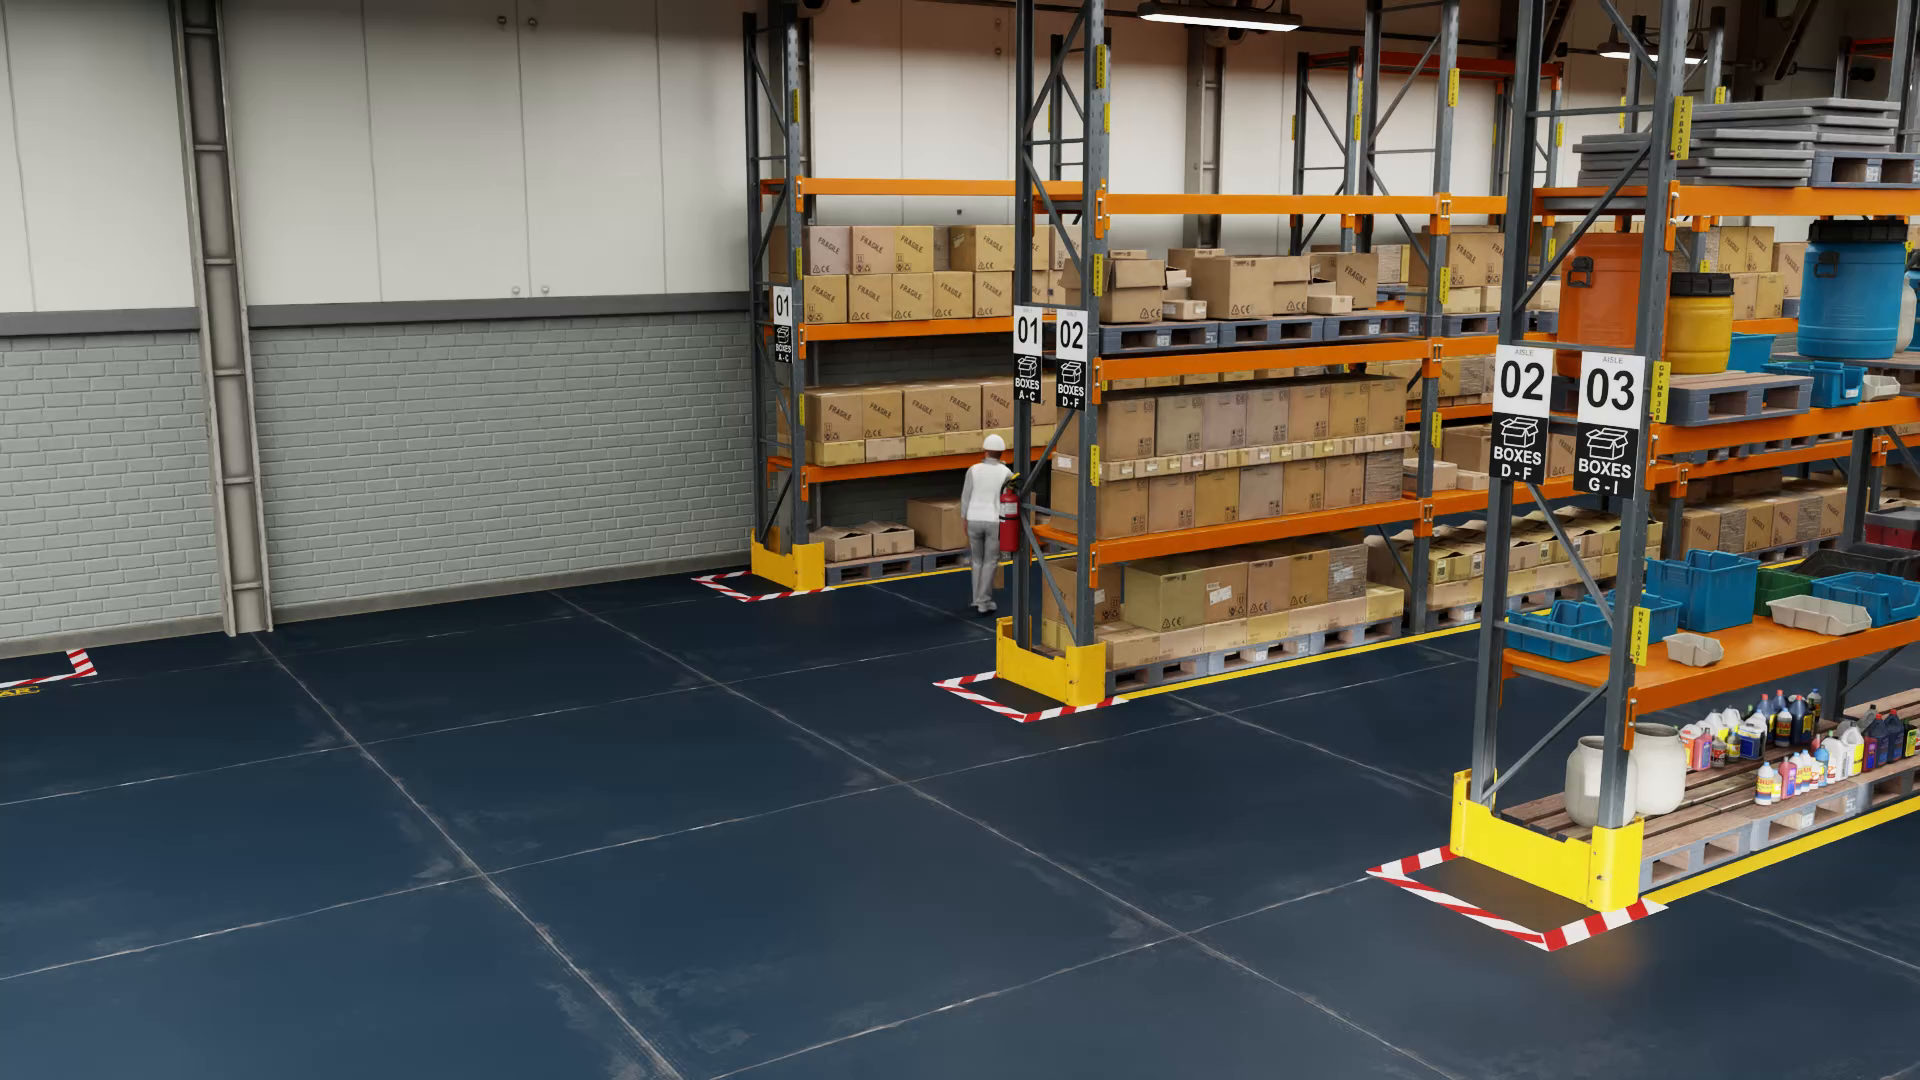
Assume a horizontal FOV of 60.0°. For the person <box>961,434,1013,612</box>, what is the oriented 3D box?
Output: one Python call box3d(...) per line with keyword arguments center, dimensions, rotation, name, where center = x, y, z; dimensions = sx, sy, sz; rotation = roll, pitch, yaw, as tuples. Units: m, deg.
box3d(center=(0.285, -0.136, 16.648), dimensions=(0.557, 1.824, 0.563), rotation=(4, 12, 19), name="person")
